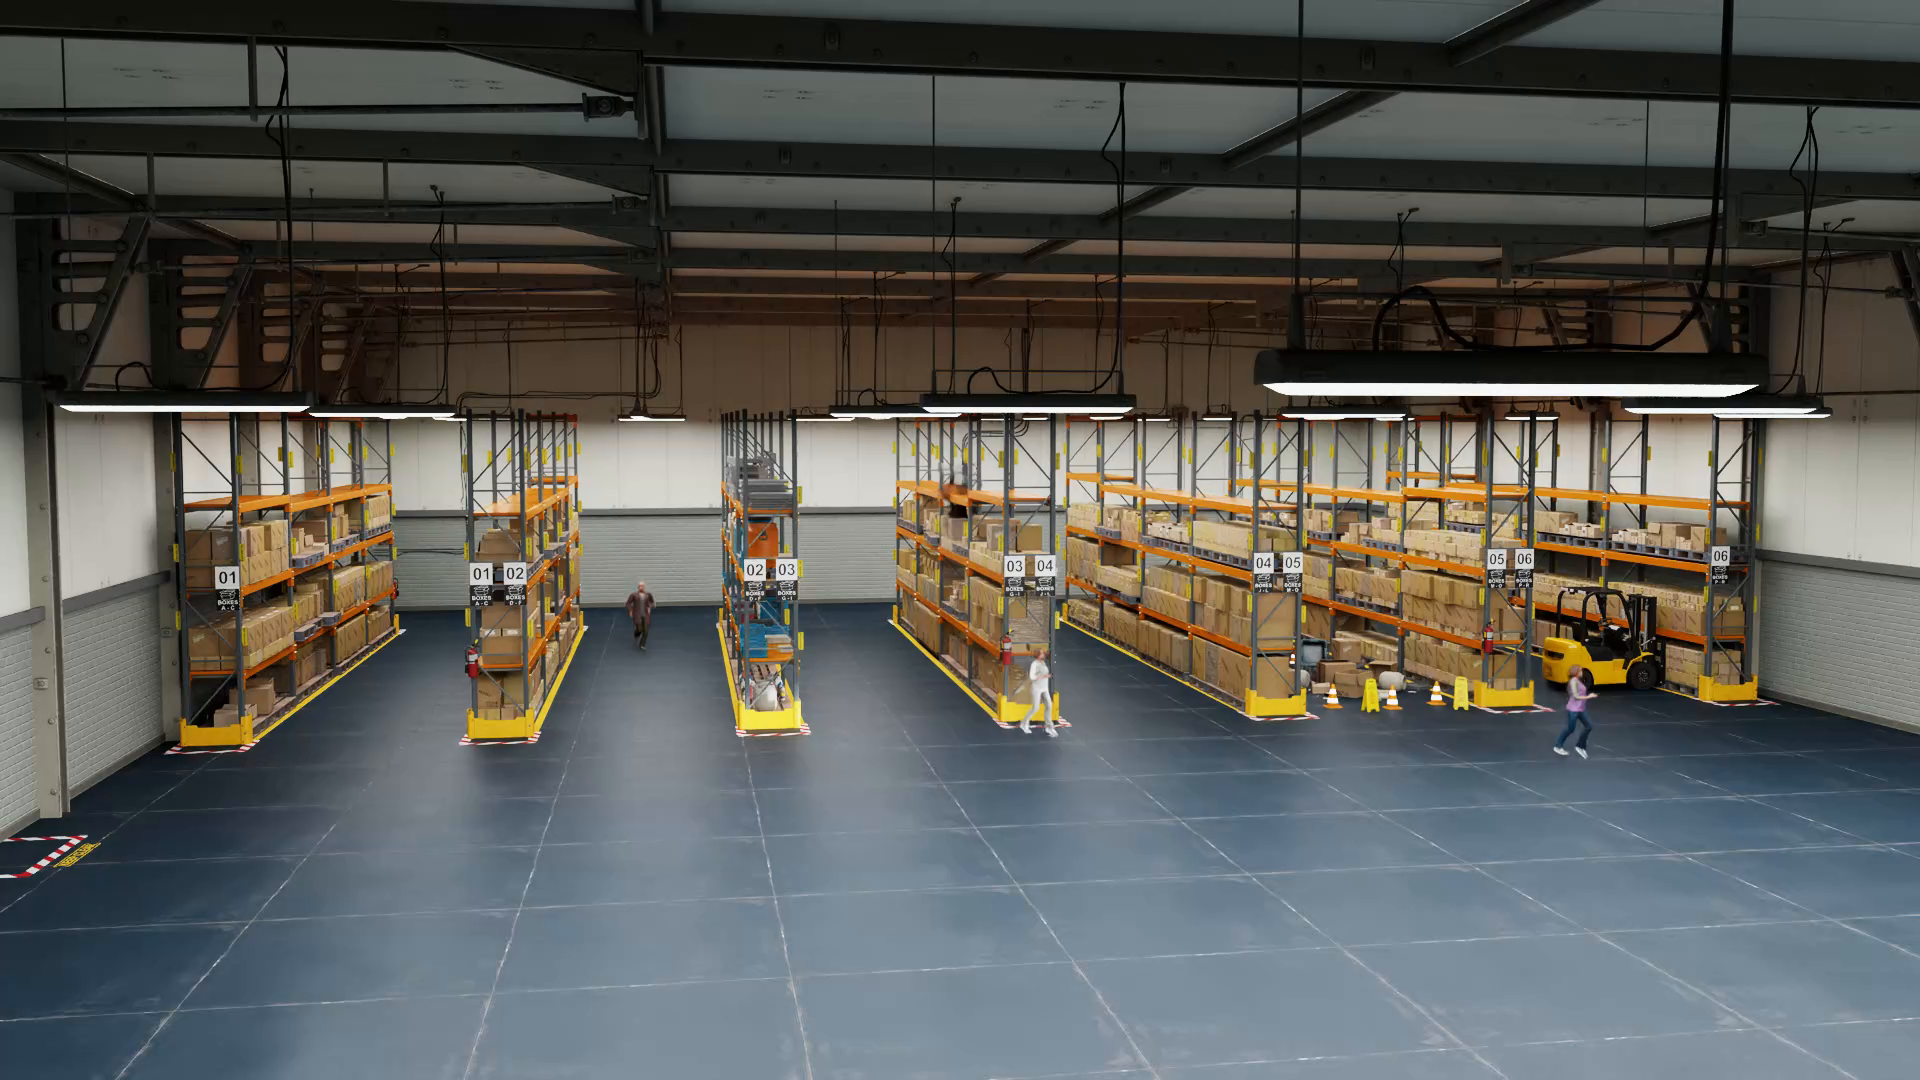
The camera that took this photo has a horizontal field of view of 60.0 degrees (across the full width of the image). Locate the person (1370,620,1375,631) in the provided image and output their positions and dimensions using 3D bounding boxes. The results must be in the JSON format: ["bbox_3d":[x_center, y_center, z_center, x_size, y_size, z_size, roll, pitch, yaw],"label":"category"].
[{"bbox_3d":[10.956,1.722,44.694,0.684,1.772,1.006,0,4,-6],"label":"person"}]

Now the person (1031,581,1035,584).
[{"bbox_3d":[2.006,1.579,47.000,0.765,1.723,0.910,0,4,-2],"label":"person"}]

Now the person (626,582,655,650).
[{"bbox_3d":[-8.050,1.968,42.067,0.707,1.650,0.633,-2,4,-24],"label":"person"}]

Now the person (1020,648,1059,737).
[{"bbox_3d":[1.436,2.789,30.479,0.733,1.624,0.538,3,5,35],"label":"person"}]

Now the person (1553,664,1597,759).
[{"bbox_3d":[10.539,2.942,28.440,0.698,1.643,0.520,3,5,38],"label":"person"}]
